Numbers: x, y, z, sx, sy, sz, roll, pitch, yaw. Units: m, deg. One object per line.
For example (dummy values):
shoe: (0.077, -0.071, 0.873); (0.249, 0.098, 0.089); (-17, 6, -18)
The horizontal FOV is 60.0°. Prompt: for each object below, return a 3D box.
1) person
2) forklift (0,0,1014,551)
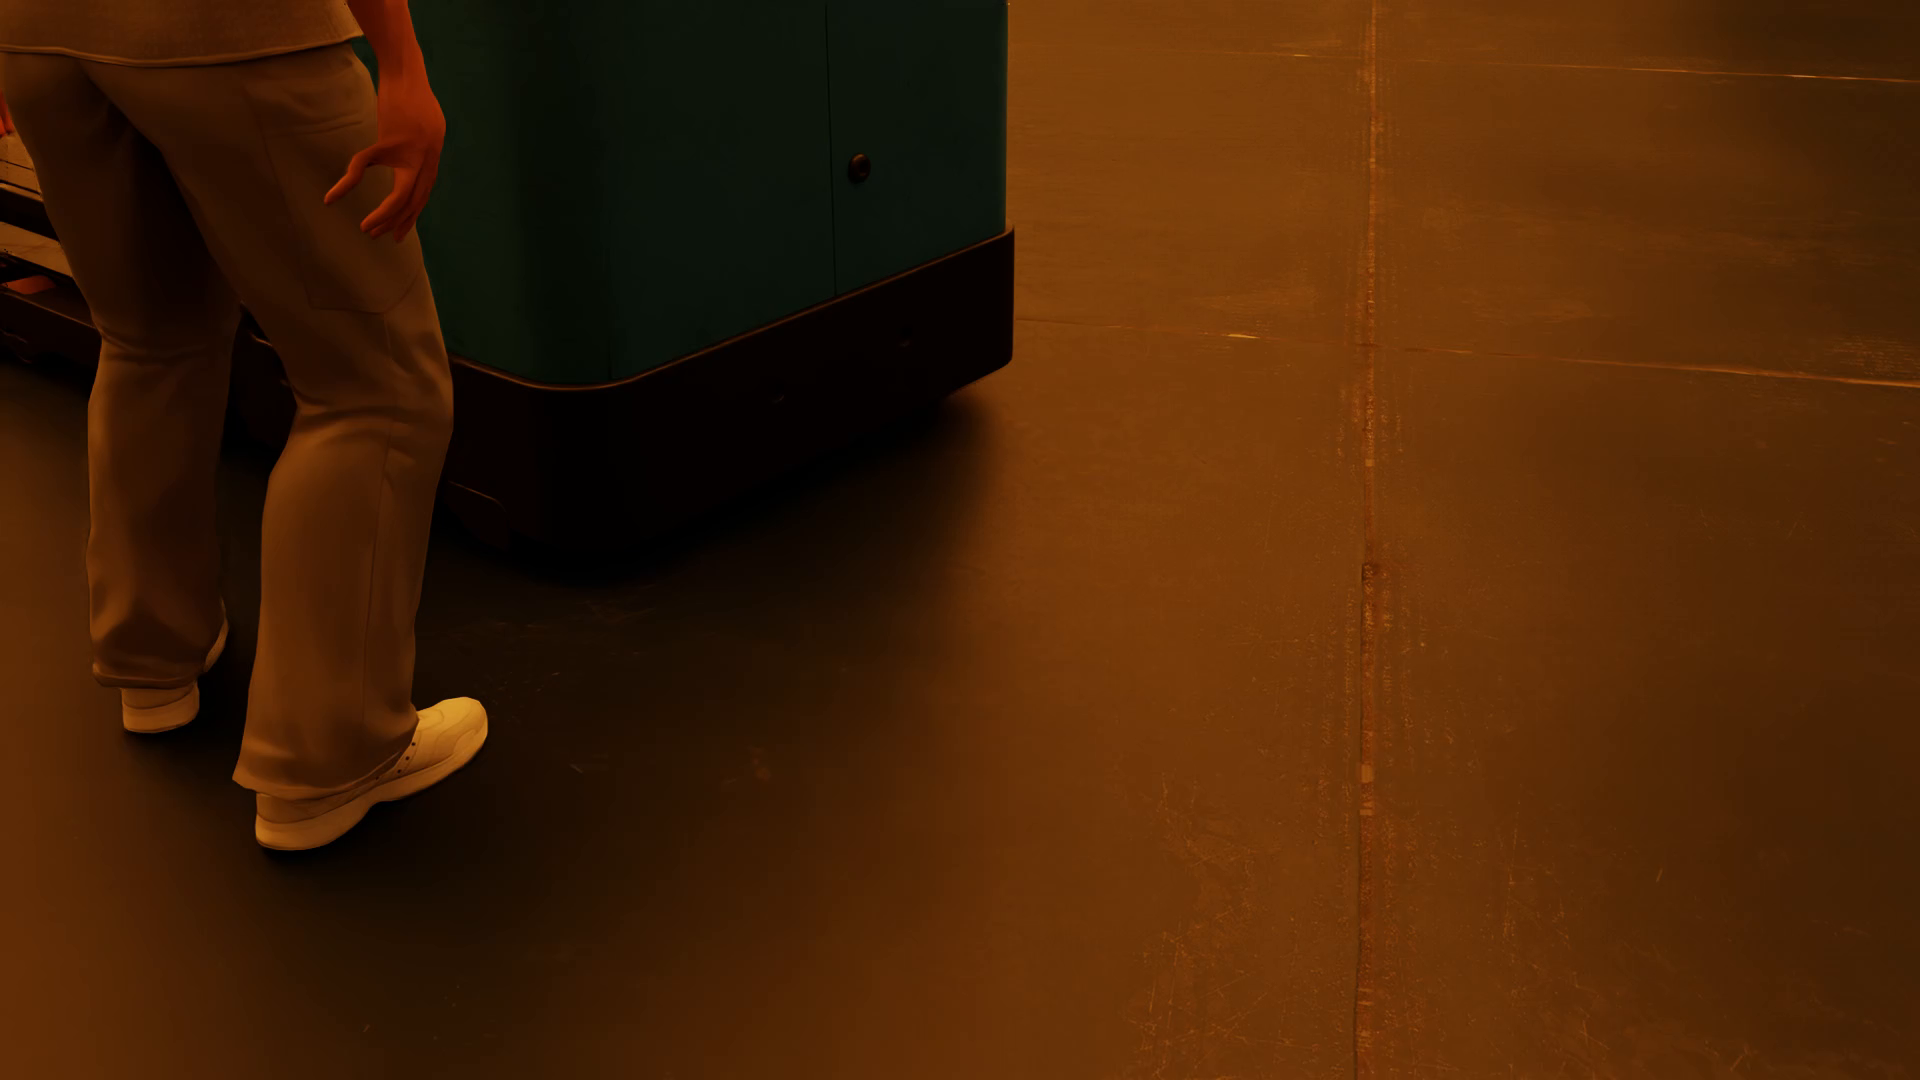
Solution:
person: (-0.779, -0.480, 1.632); (0.759, 1.648, 0.365); (12, 29, 22)
forklift: (-1.385, -1.811, 2.836); (3.031, 2.935, 1.130); (19, 32, 33)
